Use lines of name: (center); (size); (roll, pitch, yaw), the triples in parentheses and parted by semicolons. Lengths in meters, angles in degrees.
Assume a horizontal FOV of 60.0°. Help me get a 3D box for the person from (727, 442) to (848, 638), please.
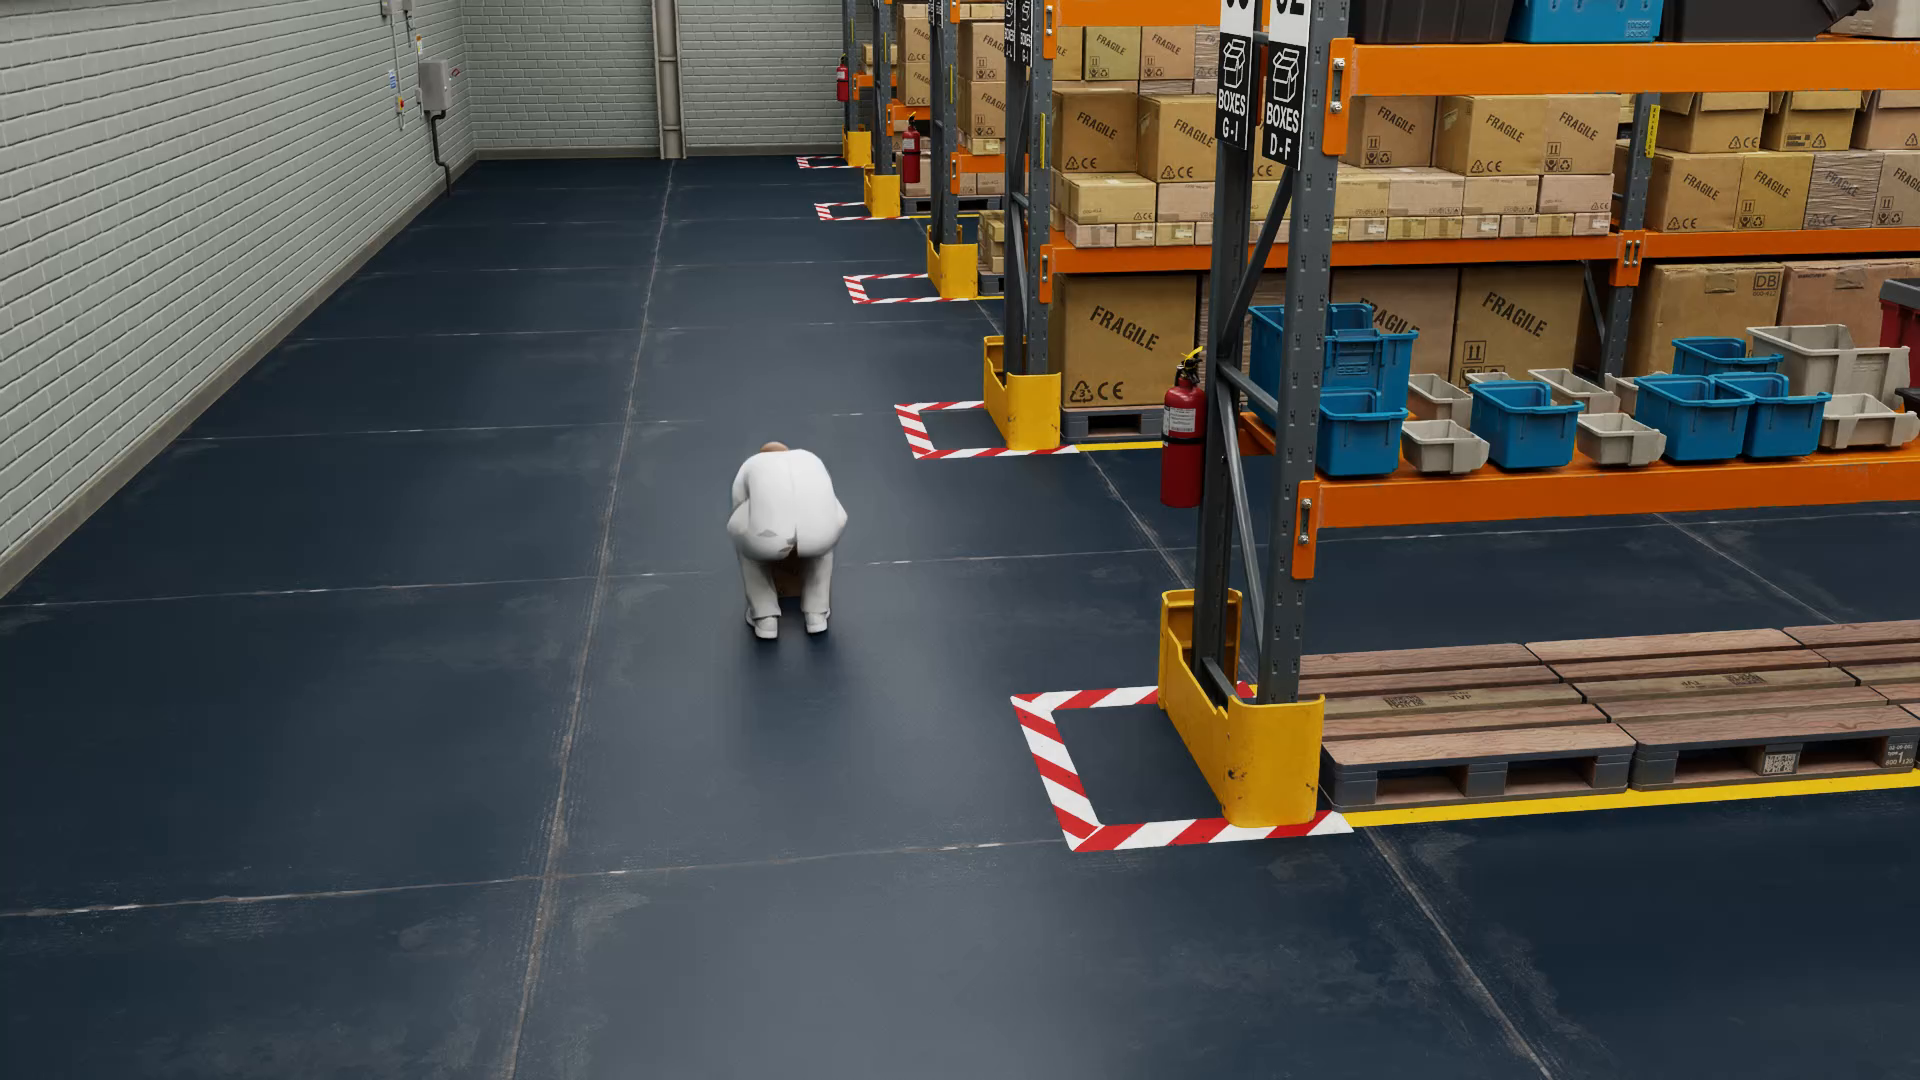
person: (-0.840, -0.015, 8.070); (0.581, 0.849, 0.952); (-3, 20, -9)
